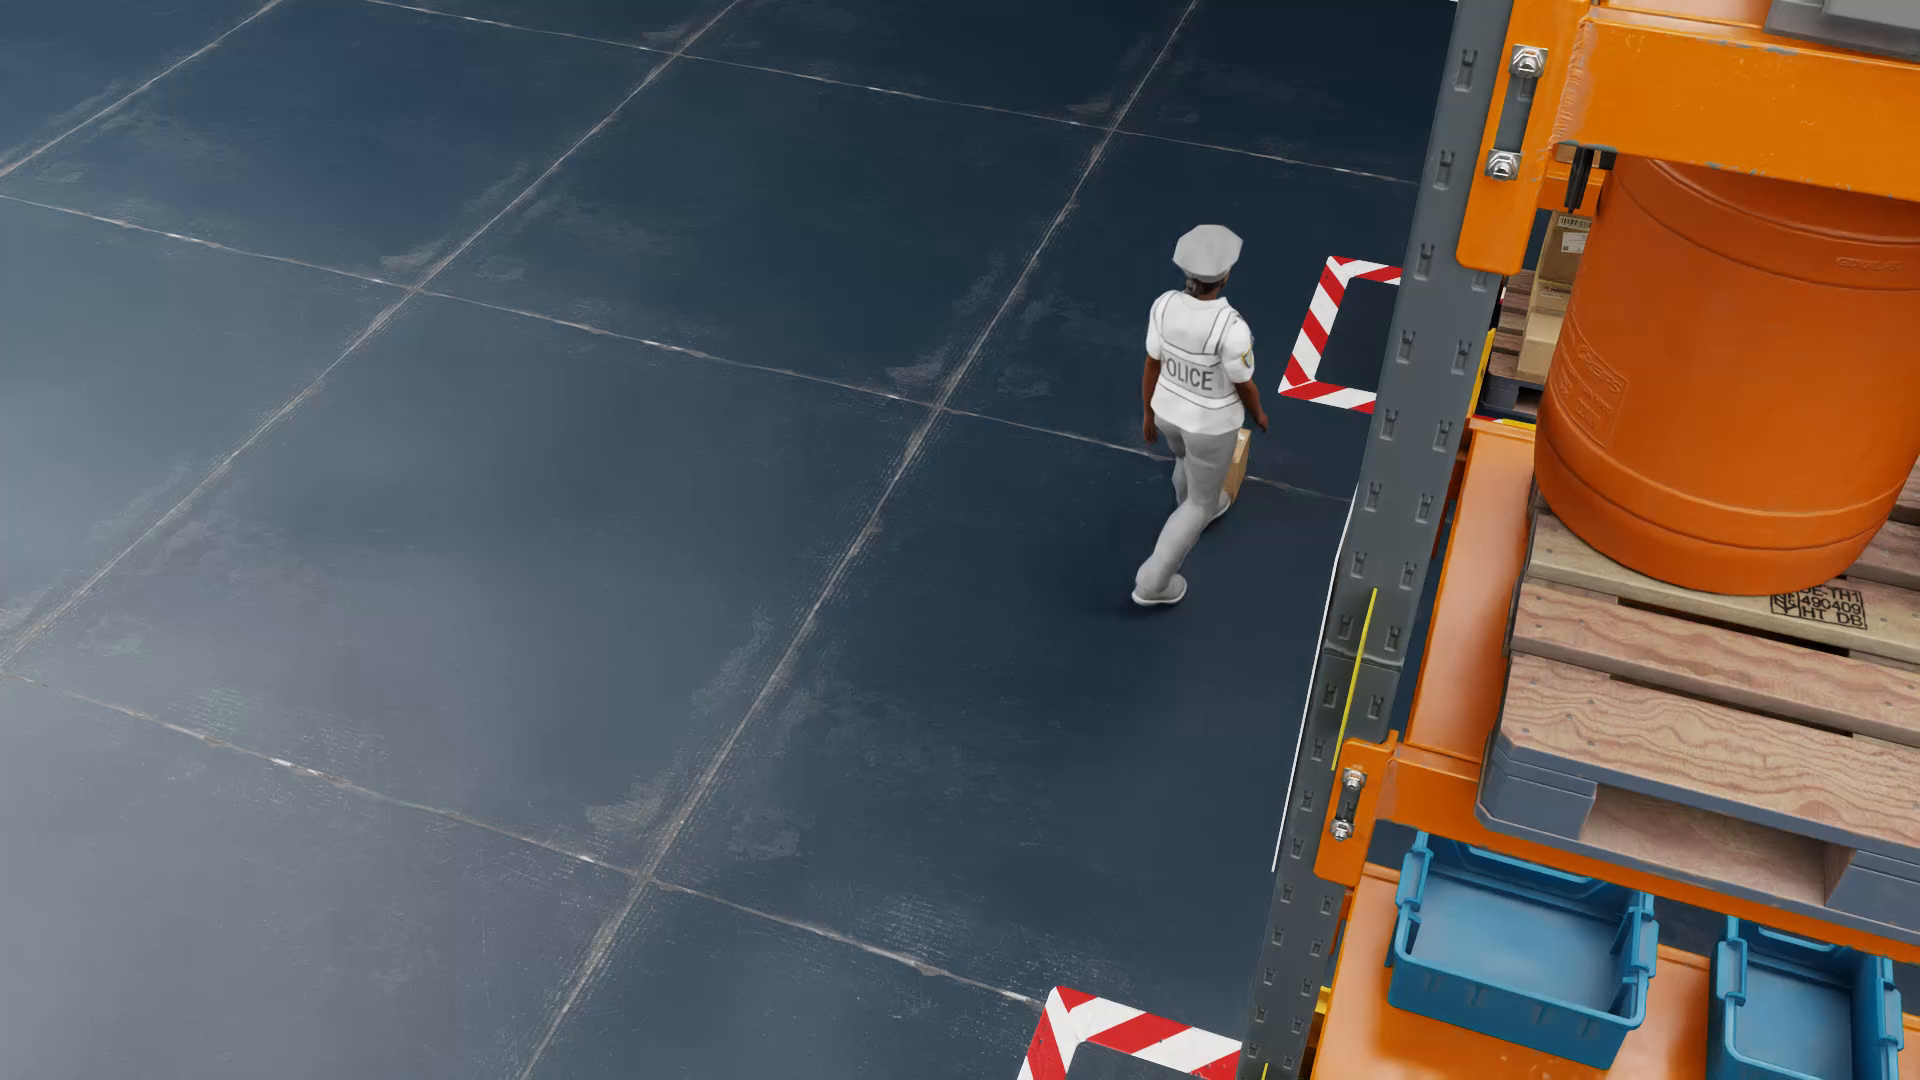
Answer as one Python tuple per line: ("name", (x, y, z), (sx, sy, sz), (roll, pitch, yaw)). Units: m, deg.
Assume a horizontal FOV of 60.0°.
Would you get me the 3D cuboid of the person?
("person", (0.984, -0.523, 6.726), (0.449, 1.638, 0.881), (34, 52, 32))
